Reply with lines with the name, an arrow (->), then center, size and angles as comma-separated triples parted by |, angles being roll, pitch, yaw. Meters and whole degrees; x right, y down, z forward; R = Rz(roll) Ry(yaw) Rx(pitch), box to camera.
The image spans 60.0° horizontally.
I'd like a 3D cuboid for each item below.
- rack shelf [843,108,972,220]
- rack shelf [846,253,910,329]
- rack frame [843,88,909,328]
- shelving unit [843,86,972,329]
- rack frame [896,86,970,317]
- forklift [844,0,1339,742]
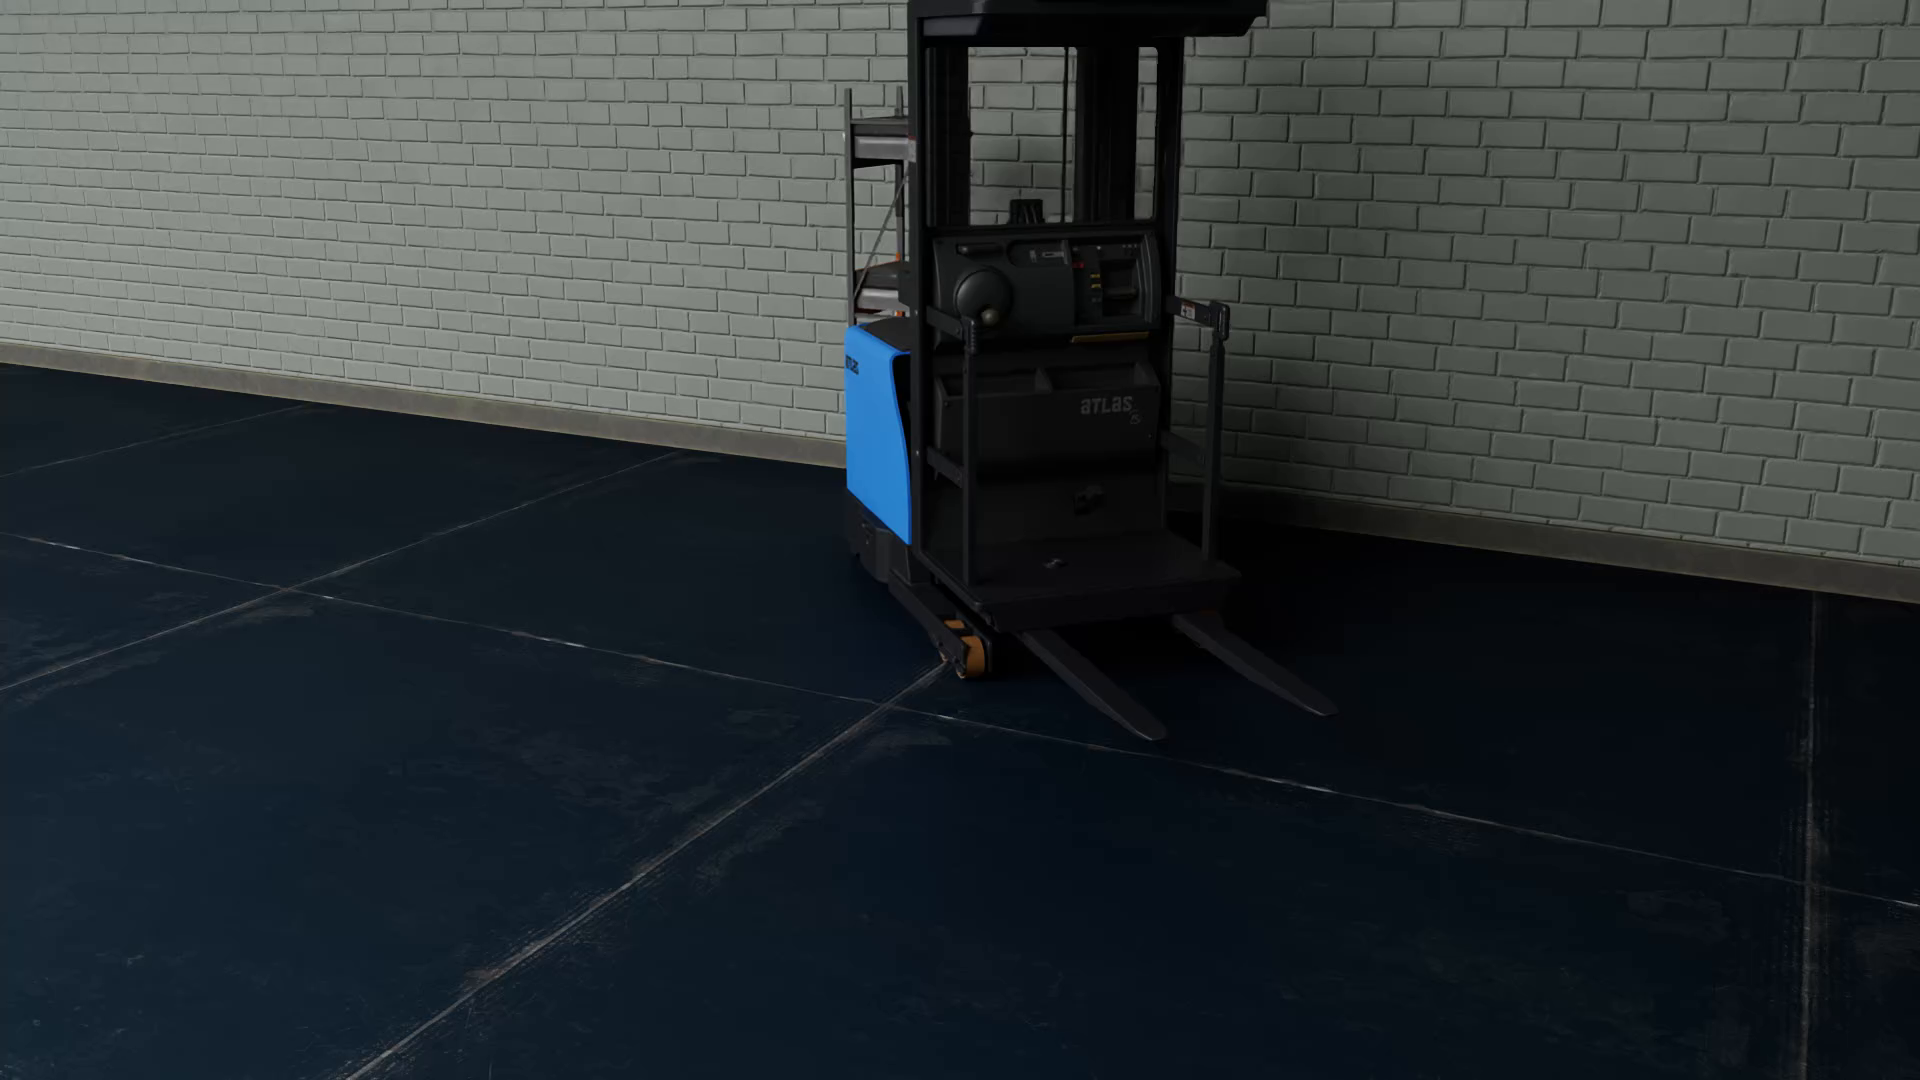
rack shelf -> -0.243, -1.766, 7.873 | 0.431, 0.518, 0.480 | 8, 18, 26
rack shelf -> -0.243, -1.095, 8.072 | 0.431, 0.518, 0.480 | 8, 18, 26
rack frame -> -0.355, -1.047, 7.860 | 0.400, 2.100, 0.015 | 8, 18, 26
shelving unit -> -0.243, -1.108, 8.068 | 0.431, 2.100, 0.503 | 8, 18, 26
rack frame -> -0.131, -1.170, 8.276 | 0.400, 2.100, 0.015 | 8, 18, 26
forklift -> 0.417, -1.010, 6.277 | 1.130, 2.935, 3.031 | -6, 17, -18
